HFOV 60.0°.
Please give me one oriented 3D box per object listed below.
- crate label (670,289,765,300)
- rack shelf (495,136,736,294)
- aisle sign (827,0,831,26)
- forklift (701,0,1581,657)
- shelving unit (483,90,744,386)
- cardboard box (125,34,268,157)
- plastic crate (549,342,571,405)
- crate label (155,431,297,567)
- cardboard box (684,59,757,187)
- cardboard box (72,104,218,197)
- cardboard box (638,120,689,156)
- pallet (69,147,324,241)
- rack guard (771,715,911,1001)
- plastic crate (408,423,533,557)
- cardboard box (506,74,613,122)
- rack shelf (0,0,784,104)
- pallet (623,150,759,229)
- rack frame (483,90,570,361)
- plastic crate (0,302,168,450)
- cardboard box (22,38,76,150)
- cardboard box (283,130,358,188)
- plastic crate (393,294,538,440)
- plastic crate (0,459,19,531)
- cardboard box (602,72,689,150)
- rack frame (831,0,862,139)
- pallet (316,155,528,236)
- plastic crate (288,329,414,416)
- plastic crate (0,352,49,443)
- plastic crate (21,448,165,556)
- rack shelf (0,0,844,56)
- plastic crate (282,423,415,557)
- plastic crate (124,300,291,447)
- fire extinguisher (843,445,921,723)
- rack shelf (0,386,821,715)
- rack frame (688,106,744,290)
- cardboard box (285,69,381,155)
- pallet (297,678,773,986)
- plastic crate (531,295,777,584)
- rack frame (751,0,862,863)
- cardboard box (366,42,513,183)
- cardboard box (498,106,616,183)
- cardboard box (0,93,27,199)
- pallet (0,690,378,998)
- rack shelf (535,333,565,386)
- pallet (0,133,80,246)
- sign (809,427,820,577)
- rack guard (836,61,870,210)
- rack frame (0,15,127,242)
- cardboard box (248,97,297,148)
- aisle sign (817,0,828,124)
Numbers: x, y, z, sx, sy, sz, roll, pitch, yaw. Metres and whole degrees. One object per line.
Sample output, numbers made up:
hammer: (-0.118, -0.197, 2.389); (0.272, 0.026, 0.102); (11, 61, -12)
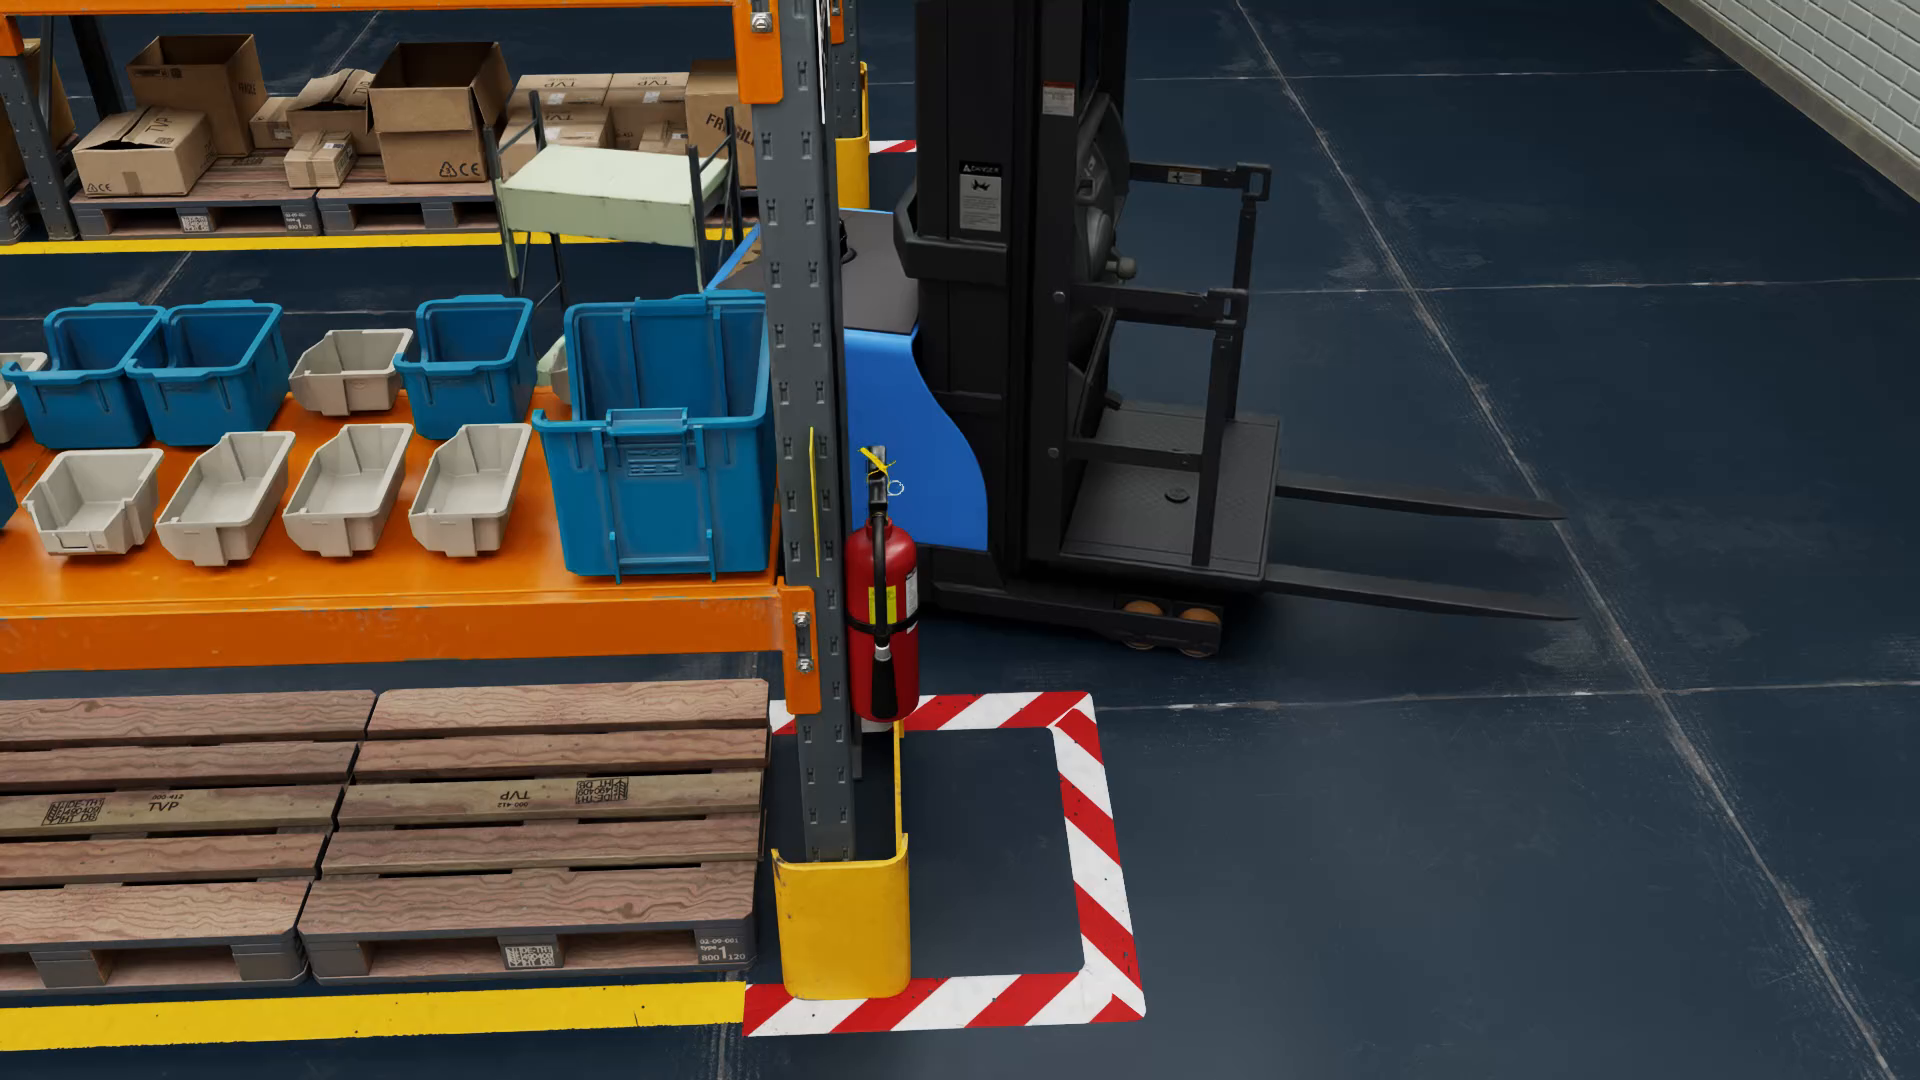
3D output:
crate label: (-0.617, -0.461, 4.374); (0.303, 0.233, 0.416); (-2, 35, -2)
rack shelf: (-1.202, -1.155, 5.915); (0.720, 0.370, 0.431); (7, 35, 10)
aisle sign: (-0.297, -1.564, 3.590); (0.004, 0.787, 0.394); (-2, 35, -2)
forklift: (0.645, -1.138, 5.319); (3.031, 2.935, 1.130); (7, 35, 10)
shelving unit: (-1.202, -0.834, 6.137); (0.755, 1.500, 0.431); (7, 35, 10)
cardboard box: (-4.025, -2.362, 8.837); (0.500, 0.500, 0.500); (-2, 35, -2)
plastic crate: (-0.941, -0.460, 4.457); (0.298, 0.136, 0.250); (-2, 35, -2)
crate label: (-1.728, -0.095, 3.930); (0.243, 0.136, 0.396); (-2, 35, -2)
cardboard box: (-1.117, -2.139, 8.514); (0.500, 0.500, 0.500); (-2, 35, -2)
cardboard box: (-4.152, -1.996, 8.474); (0.500, 0.311, 0.500); (-2, 35, -2)
cardboard box: (-1.526, -2.042, 8.667); (0.250, 0.166, 0.380); (-2, 35, -2)
pallet: (-3.895, -1.904, 8.815); (1.213, 0.211, 1.003); (-2, 35, -2)
rack guard: (-0.331, 0.695, 4.806); (0.348, 0.500, 1.175); (-2, 35, -2)
plastic crate: (-1.161, -0.116, 3.960); (0.243, 0.136, 0.396); (-2, 35, -2)
cardboard box: (-2.141, -2.310, 8.982); (0.500, 0.250, 0.500); (-2, 35, -2)
rack shelf: (-2.353, -1.208, 3.356); (4.000, 0.370, 1.077); (-2, 35, -2)
pallet: (-1.458, -1.969, 8.910); (1.213, 0.211, 1.003); (-2, 35, -2)
rack frame: (-1.560, -0.879, 6.203); (0.023, 1.500, 0.400); (7, 35, 10)
plastic crate: (-2.232, -0.417, 4.311); (0.300, 0.233, 0.416); (-2, 35, -2)
cardboard box: (-5.076, -2.311, 8.763); (0.500, 0.500, 0.500); (-3, 35, -4)
cardboard box: (-3.288, -1.966, 8.557); (0.250, 0.166, 0.380); (-2, 35, -2)
plastic crate: (-1.275, -0.443, 4.349); (0.300, 0.233, 0.416); (-2, 35, -2)
plastic crate: (-2.394, -0.079, 3.823); (0.300, 0.233, 0.416); (-2, 35, -2)
cardboard box: (-1.642, -2.324, 9.001); (0.500, 0.250, 0.500); (-2, 35, -2)
rack frame: (-0.586, -3.140, 8.152); (0.127, 3.000, 1.000); (-2, 35, -2)
pallet: (-2.673, -1.938, 8.865); (1.213, 0.211, 1.003); (-2, 35, -2)
plastic crate: (-1.619, -0.441, 4.431); (0.298, 0.136, 0.250); (-2, 35, -2)
plastic crate: (-2.625, -0.351, 4.300); (0.466, 0.136, 0.293); (-2, 35, -2)
plastic crate: (-2.023, -0.076, 3.903); (0.250, 0.136, 0.298); (-2, 35, -2)
rack shelf: (-2.583, -2.790, 8.278); (4.000, 0.370, 1.077); (-2, 35, -2)
plastic crate: (-1.451, -0.116, 3.961); (0.243, 0.136, 0.396); (-2, 35, -2)
plastic crate: (-1.932, -0.425, 4.323); (0.300, 0.233, 0.416); (-2, 35, -2)
fire extinguisher: (-0.183, 0.115, 3.844); (0.183, 0.674, 0.296); (-2, 35, -2)
rack shelf: (-2.353, 0.025, 4.210); (4.000, 0.370, 1.077); (-2, 35, -2)
rack frame: (-0.845, -0.788, 6.071); (0.023, 1.500, 0.400); (7, 35, 10)
cardboard box: (-3.276, -2.305, 8.920); (0.500, 0.311, 0.500); (-2, 35, -2)
pallet: (-1.180, 0.822, 4.876); (1.213, 0.211, 1.003); (-2, 35, -2)
plastic crate: (-0.680, -0.248, 3.889); (0.499, 0.435, 0.616); (-2, 35, -2)
rack frame: (-0.355, -0.324, 4.083); (0.127, 3.000, 1.000); (-2, 35, -2)
cardboard box: (-2.705, -2.240, 8.658); (0.637, 0.503, 0.797); (-2, 35, -2)
cardboard box: (-2.067, -2.027, 8.573); (0.500, 0.250, 0.500); (-2, 35, -2)
cardboard box: (-5.060, -2.009, 8.327); (0.500, 0.500, 0.500); (-2, 35, -2)
pallet: (-2.396, 0.854, 4.831); (1.213, 0.211, 1.003); (-2, 35, -2)
rack shelf: (-1.202, -0.566, 6.323); (0.720, 0.370, 0.431); (7, 35, 10)
pallet: (-5.392, -1.842, 8.727); (1.213, 0.211, 1.003); (-2, 35, -2)
sign: (-0.313, -0.079, 3.585); (0.005, 0.325, 0.100); (-2, 35, -2)
rack guard: (-0.661, -2.110, 8.860); (0.348, 0.500, 1.175); (-2, 35, -2)
rack frame: (-4.581, -3.032, 7.996); (0.127, 3.000, 1.000); (-2, 35, -2)
cardboard box: (-3.654, -2.262, 9.001); (0.250, 0.149, 0.380); (-2, 35, -2)
aisle sign: (-0.269, -1.229, 3.105); (0.004, 0.787, 0.394); (-2, 35, -2)
